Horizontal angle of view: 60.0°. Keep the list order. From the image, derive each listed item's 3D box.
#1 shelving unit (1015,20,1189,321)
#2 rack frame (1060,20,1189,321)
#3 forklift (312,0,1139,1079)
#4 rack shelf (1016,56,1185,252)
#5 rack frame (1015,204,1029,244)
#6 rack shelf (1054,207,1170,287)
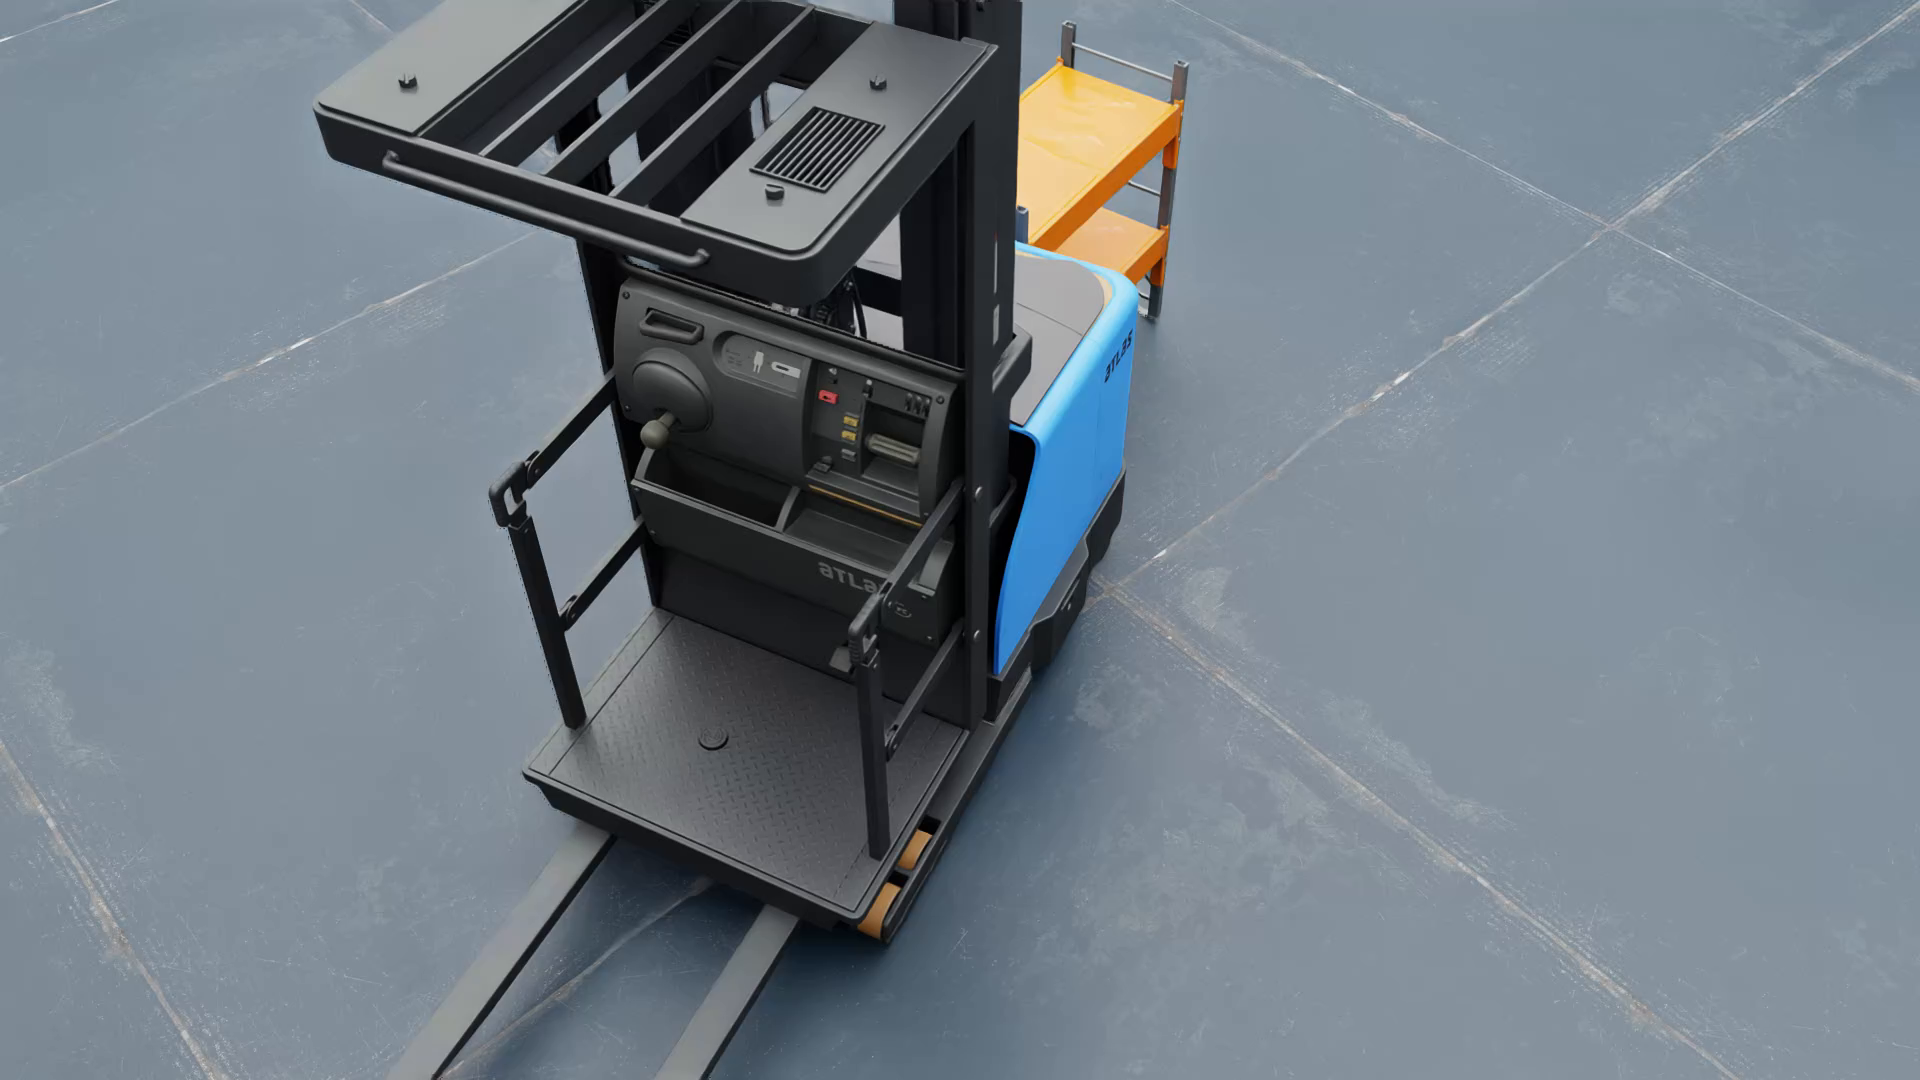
[{"bbox_3d":[0.289,-1.051,5.954,0.538,1.125,1.048,27,53,23],"label":"shelving unit"},{"bbox_3d":[0.577,-1.359,6.239,0.500,1.125,0.032,27,53,23],"label":"rack frame"},{"bbox_3d":[-0.544,-0.244,3.981,1.130,2.935,3.031,20,50,17],"label":"forklift"},{"bbox_3d":[0.289,-1.250,5.739,0.538,0.278,1.000,27,53,23],"label":"rack shelf"},{"bbox_3d":[0.001,-0.743,5.670,0.500,1.125,0.032,27,53,23],"label":"rack frame"},{"bbox_3d":[0.289,-0.885,6.134,0.538,0.278,1.000,27,53,23],"label":"rack shelf"}]
